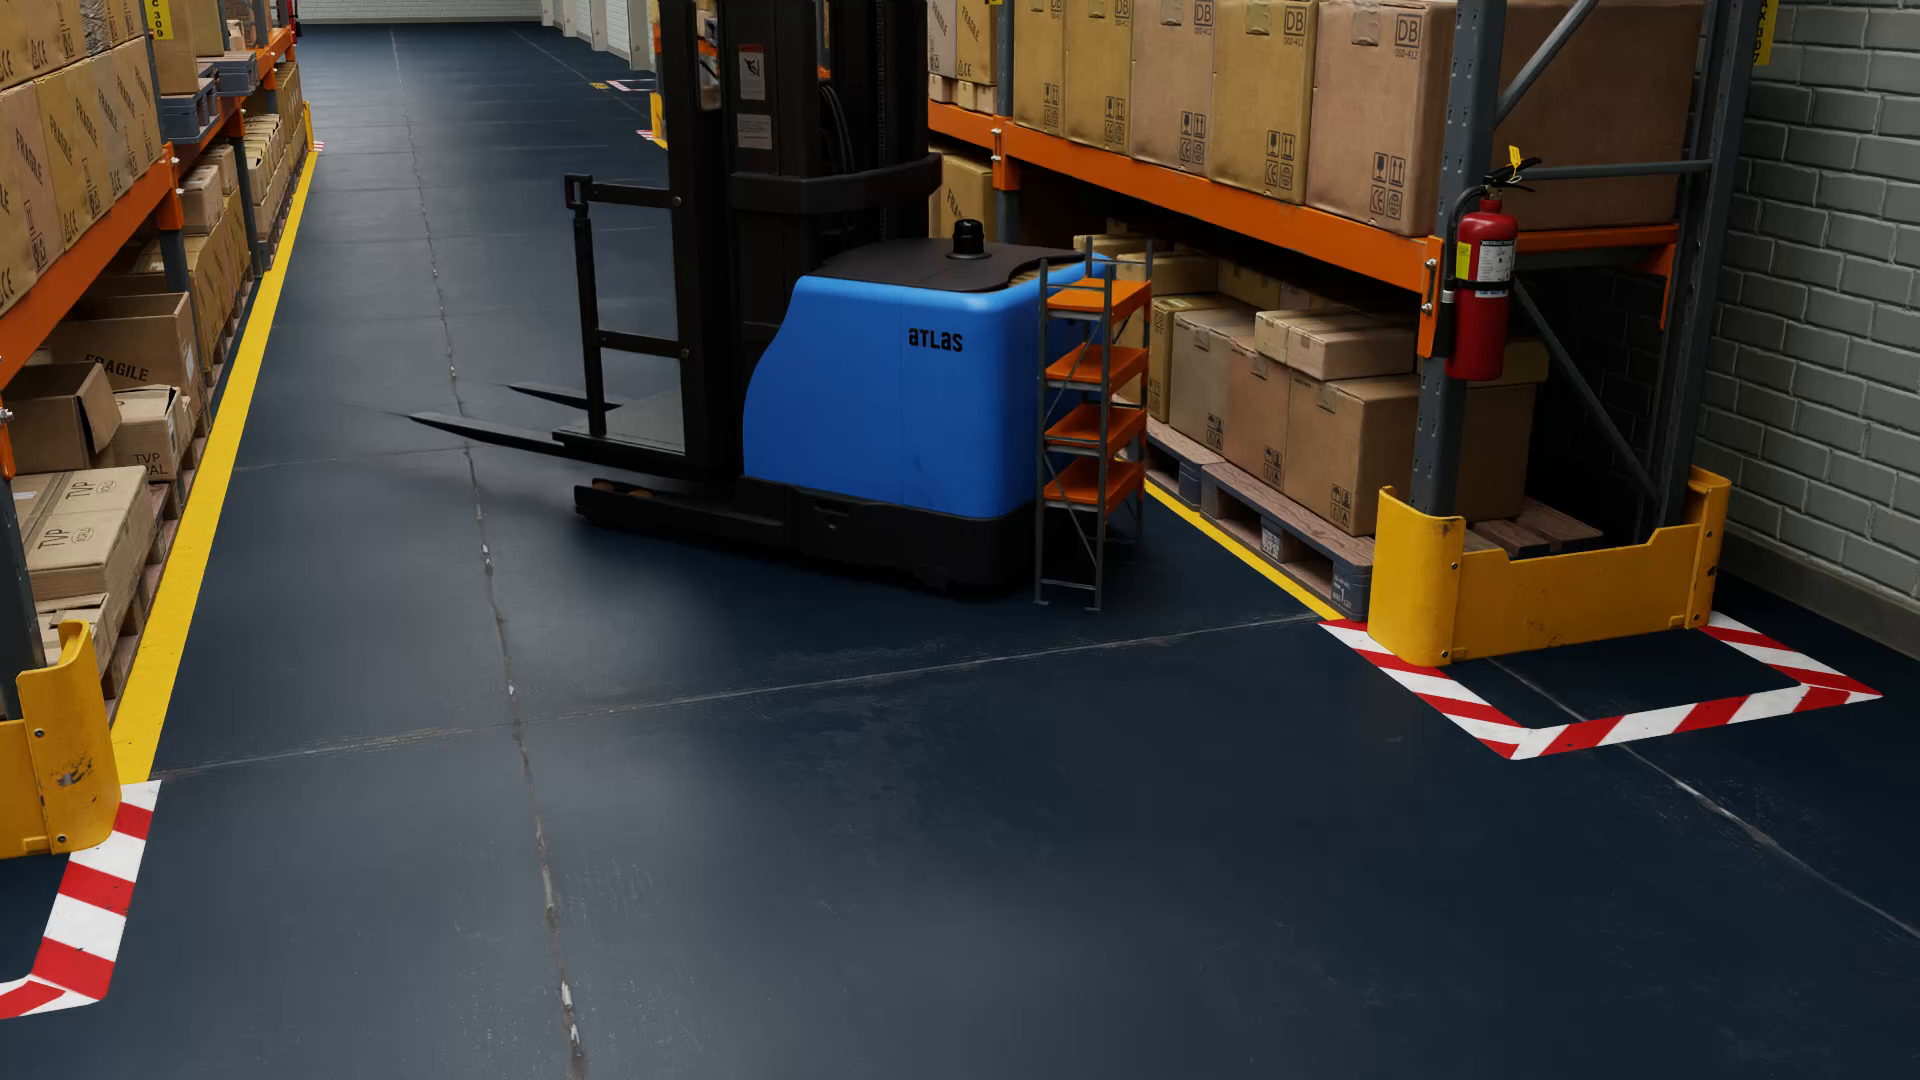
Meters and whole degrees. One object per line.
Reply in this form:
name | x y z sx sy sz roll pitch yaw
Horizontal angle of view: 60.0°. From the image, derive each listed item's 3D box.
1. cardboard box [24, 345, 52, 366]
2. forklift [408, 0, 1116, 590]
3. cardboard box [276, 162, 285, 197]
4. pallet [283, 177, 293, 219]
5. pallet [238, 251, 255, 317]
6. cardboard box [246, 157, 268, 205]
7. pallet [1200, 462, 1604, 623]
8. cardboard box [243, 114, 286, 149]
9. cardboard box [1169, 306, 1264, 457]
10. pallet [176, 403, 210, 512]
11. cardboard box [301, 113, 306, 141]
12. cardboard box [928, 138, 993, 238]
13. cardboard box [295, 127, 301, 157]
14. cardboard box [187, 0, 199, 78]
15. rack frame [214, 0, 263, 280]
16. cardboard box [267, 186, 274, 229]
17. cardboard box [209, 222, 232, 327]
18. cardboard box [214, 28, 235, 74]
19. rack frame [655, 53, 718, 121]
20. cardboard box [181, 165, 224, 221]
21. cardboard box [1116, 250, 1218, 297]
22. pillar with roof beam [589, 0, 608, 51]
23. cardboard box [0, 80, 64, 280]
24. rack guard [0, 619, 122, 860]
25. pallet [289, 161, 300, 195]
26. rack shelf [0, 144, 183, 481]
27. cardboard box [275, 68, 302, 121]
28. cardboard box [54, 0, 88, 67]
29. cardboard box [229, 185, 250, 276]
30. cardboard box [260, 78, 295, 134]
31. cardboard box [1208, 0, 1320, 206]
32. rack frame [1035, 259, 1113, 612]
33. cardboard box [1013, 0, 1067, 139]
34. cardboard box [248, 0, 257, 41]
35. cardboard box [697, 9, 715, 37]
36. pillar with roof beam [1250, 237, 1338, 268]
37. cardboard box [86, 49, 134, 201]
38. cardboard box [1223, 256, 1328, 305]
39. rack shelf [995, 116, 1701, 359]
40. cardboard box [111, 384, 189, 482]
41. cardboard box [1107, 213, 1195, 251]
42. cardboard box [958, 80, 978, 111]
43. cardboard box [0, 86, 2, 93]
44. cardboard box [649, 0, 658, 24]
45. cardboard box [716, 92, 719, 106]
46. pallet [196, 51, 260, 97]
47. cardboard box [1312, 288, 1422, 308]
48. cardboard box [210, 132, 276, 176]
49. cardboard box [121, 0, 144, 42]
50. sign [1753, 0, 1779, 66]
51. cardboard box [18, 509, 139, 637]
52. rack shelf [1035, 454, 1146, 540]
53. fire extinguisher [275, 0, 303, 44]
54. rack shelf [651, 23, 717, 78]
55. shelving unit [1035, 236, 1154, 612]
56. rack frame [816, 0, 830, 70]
cardboard box | -4.091 -0.666 7.159 0.500 0.311 0.500 -6 21 -17
forklift | -0.936 -1.551 6.398 3.031 2.935 1.130 11 23 28
cardboard box | -5.808 -2.924 13.565 0.500 0.250 0.500 -6 21 -16
pallet | -6.263 -2.904 14.190 1.003 0.211 1.213 -6 21 -17
pallet | -5.076 -1.609 10.585 1.003 0.211 1.213 -6 21 -17
cardboard box | -5.161 -2.532 11.645 0.500 0.311 0.500 -6 21 -15
pallet | 1.616 -0.061 6.275 1.003 0.211 1.213 -6 21 -17
cardboard box | -6.132 -3.517 14.387 0.500 0.311 0.500 -6 21 -17
cardboard box | 1.310 -0.683 6.956 0.700 0.500 0.500 -7 21 -19
pallet | -3.803 -0.349 7.075 1.003 0.211 1.213 -6 21 -17
cardboard box | -7.172 -4.336 17.498 0.500 0.250 0.500 -6 21 -17
cardboard box | 0.074 -2.075 10.314 0.750 0.750 0.750 -6 21 -16
cardboard box | -6.694 -3.855 16.160 0.500 0.250 0.500 -6 21 -17
cardboard box | -4.230 -2.516 8.215 0.700 0.500 0.500 -3 20 -9
rack frame | -5.275 -3.165 10.792 1.000 3.000 0.127 -6 21 -17
cardboard box | -5.319 -2.429 12.189 0.500 0.250 0.500 -7 21 -19
cardboard box | -4.266 -1.425 8.992 0.500 0.500 0.500 -6 21 -17
cardboard box | -5.372 -3.431 11.663 0.500 0.311 0.500 -7 21 -18
rack frame | -3.088 -6.260 19.408 1.000 3.000 0.127 -6 21 -17
cardboard box | -4.411 -1.928 9.285 0.500 0.250 0.500 -7 21 -18
cardboard box | 0.920 -1.188 7.404 0.380 0.149 0.250 -7 21 -19
pillar with roof beam | -11.791 -14.270 32.832 9.100 9.000 0.400 -6 21 -17
cardboard box | -2.817 -0.980 4.561 0.500 0.500 0.500 -7 21 -18
rack guard | -2.784 0.554 4.134 1.175 0.500 0.348 -6 21 -17
pallet | -6.742 -3.396 15.560 1.003 0.211 1.213 -6 21 -17
rack shelf | -3.389 -0.901 5.553 1.077 0.370 4.000 -6 21 -17
cardboard box | -7.010 -4.529 16.926 0.500 0.500 0.500 -6 21 -17
cardboard box | -3.134 -1.777 5.299 0.500 0.500 0.500 -7 21 -18
cardboard box | -4.758 -1.921 10.374 0.500 0.500 0.500 -6 20 -15
cardboard box | -6.545 -4.047 15.584 0.500 0.500 0.500 -6 21 -17
cardboard box | 1.532 -1.662 6.161 0.980 0.700 0.700 -7 21 -18
rack frame | 0.375 -0.333 5.569 0.240 1.200 0.015 8 21 20
cardboard box | 0.839 -2.375 8.146 0.980 0.700 0.700 -6 21 -16
cardboard box | -6.849 -4.806 15.212 0.700 0.500 0.500 -7 21 -18
cardboard box | -2.267 -5.035 16.189 0.500 0.250 0.500 -6 21 -17
pillar with roof beam | -2.362 -4.642 6.029 9.100 9.000 0.400 -6 21 -17
cardboard box | -3.290 -1.466 5.912 0.500 0.500 0.500 -6 21 -16
cardboard box | 1.376 -1.135 7.256 0.380 0.149 0.250 -7 21 -18
rack shelf | 1.313 -1.429 7.021 1.077 0.370 4.000 -6 21 -17
cardboard box | -3.333 -0.430 6.503 0.500 0.311 0.500 -6 21 -17
cardboard box | 0.965 -1.552 8.418 0.380 0.149 0.250 -7 21 -18
cardboard box | 0.207 -2.457 9.162 0.380 0.149 0.250 -6 21 -16
cardboard box | -2.649 -1.286 3.933 0.500 0.500 0.500 -6 21 -16
cardboard box | -3.236 -6.009 18.900 0.500 0.250 0.500 -7 21 -19
cardboard box | -2.195 -4.336 17.098 0.500 0.500 0.500 -8 21 -21
pallet | -4.995 -2.865 10.239 1.213 0.211 1.003 -6 21 -17
cardboard box | 1.617 -0.890 6.574 0.380 0.149 0.250 -6 21 -17
cardboard box | -5.654 -3.029 13.028 0.500 0.311 0.500 -7 21 -18
cardboard box | -3.613 -2.264 6.657 0.500 0.500 0.500 -6 21 -17
sign | 2.470 -1.627 5.112 0.100 0.325 0.005 -6 21 -17
cardboard box | -2.819 0.124 5.051 0.500 0.250 0.500 -6 21 -17
rack shelf | 0.466 -0.159 5.872 0.258 0.148 0.480 8 21 20
fire extinguisher | -7.385 -5.783 18.195 0.296 0.674 0.183 -6 21 -17
rack shelf | -2.459 -5.280 17.742 1.077 0.370 4.000 -6 21 -17
shelving unit | 0.466 -0.410 5.782 0.258 1.200 0.503 8 21 20
rack frame | -0.573 -3.693 12.260 1.000 3.000 0.127 -6 21 -17
